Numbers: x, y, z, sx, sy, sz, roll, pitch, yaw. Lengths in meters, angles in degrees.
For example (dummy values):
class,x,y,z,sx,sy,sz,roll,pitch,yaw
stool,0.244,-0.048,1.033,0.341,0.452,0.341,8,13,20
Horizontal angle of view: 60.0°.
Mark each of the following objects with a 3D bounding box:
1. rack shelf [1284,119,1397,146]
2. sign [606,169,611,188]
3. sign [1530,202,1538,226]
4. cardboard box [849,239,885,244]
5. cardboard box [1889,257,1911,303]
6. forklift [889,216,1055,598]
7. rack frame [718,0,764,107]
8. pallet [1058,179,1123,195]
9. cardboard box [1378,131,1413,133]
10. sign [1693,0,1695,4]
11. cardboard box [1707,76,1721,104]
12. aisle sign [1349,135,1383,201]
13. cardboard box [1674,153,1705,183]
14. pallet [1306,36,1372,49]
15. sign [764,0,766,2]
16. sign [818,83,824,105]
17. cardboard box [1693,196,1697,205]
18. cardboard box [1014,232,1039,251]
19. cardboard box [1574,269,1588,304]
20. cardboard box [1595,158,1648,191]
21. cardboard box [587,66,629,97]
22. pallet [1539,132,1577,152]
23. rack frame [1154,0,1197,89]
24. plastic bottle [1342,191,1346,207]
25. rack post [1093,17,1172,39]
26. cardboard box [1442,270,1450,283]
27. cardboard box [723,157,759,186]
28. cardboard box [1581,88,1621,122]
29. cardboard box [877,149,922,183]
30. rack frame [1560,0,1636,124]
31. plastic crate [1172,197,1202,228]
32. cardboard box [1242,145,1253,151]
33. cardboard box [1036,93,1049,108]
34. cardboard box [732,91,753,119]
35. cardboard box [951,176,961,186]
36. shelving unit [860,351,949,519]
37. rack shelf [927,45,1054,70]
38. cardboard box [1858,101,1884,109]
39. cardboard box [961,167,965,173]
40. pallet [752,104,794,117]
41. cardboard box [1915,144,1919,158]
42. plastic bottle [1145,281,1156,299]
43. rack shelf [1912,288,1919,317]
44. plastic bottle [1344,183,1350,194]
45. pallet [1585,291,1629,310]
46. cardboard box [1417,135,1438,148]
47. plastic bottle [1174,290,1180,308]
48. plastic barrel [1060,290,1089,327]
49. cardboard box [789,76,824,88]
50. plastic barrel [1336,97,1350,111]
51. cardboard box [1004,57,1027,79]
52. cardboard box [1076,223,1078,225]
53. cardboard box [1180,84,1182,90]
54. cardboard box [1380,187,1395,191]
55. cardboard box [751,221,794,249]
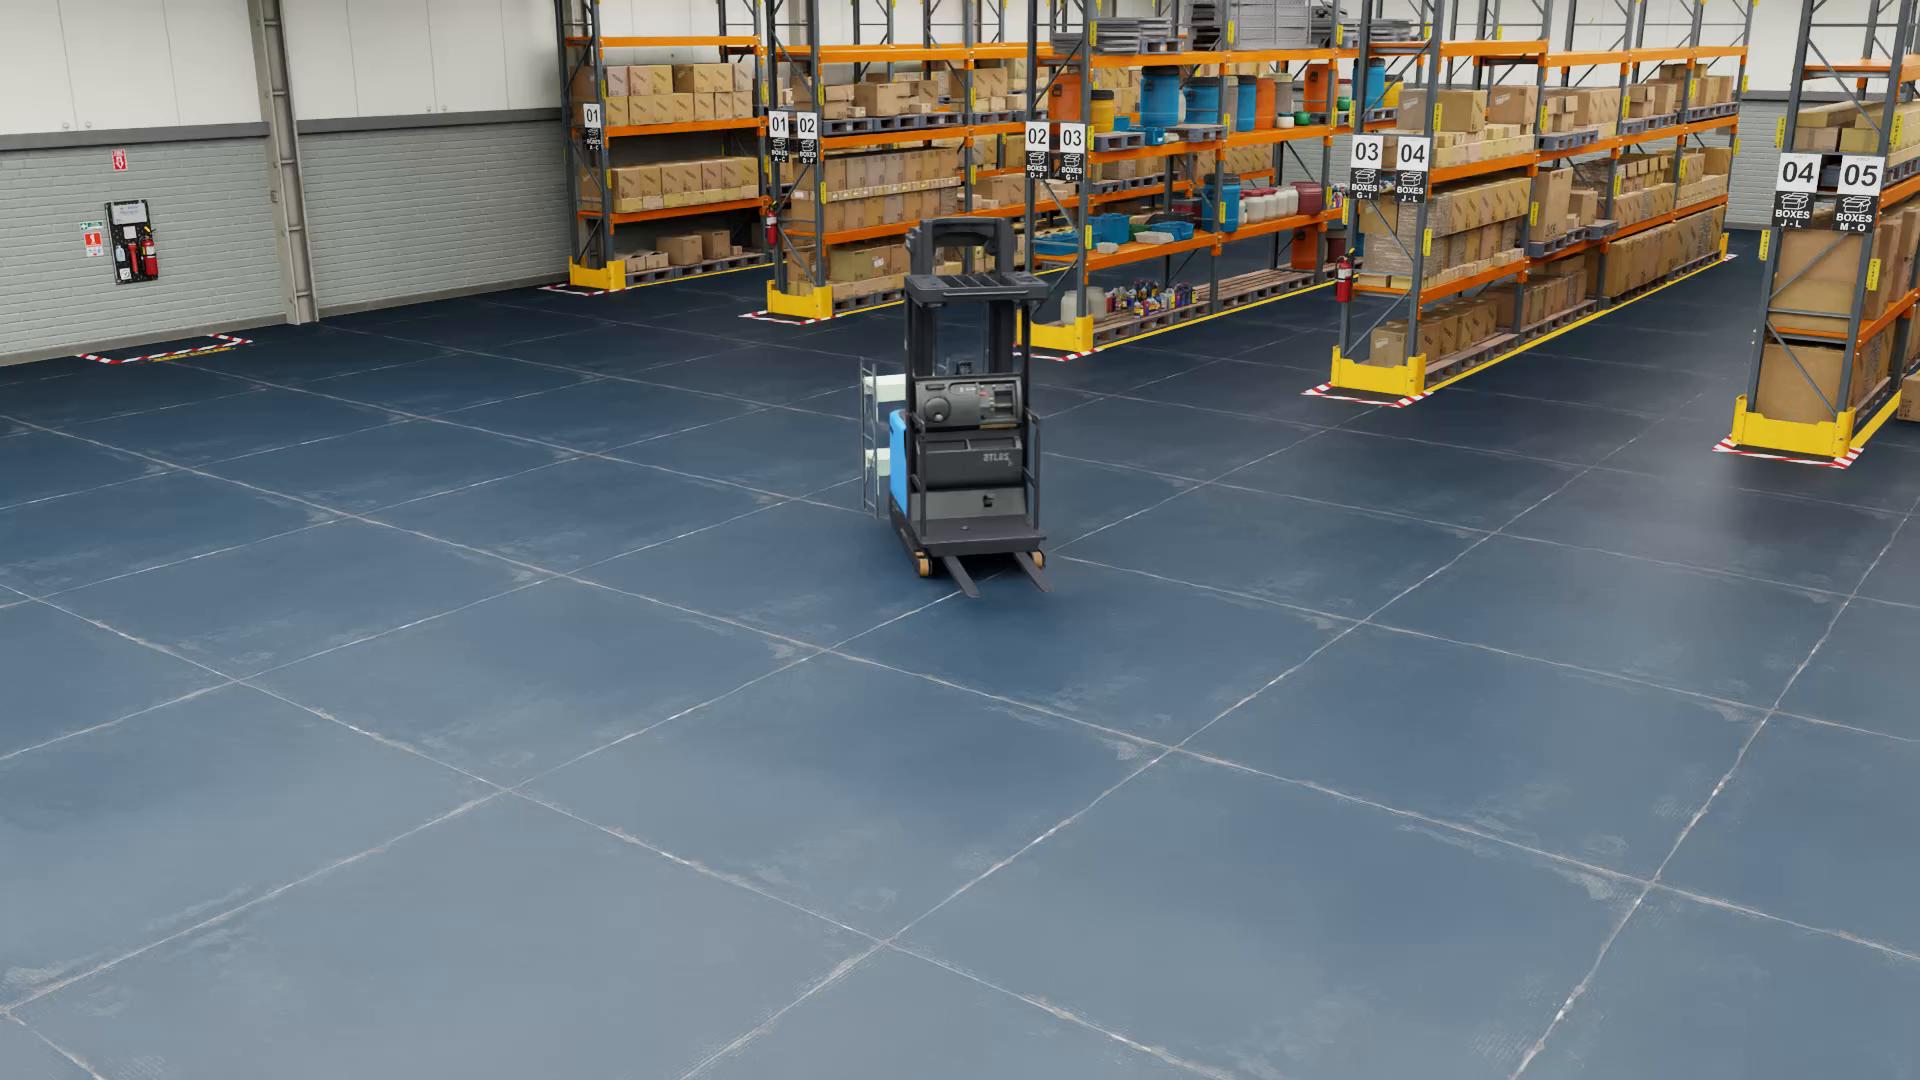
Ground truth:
class,x,y,z,sx,sy,sz,roll,pitch,yaw
rack shelf,7.335,-7.721,31.211,1.077,0.370,4.000,12,21,35
sign,-6.144,-6.319,29.080,0.100,0.325,0.005,12,21,35
sign,8.178,-4.647,23.698,0.100,0.325,0.005,12,21,35
cardboard box,-1.635,-4.912,28.674,0.500,0.500,0.500,12,21,35
cardboard box,11.141,-3.274,20.482,0.875,0.550,0.550,12,21,35
forklift,0.120,-1.197,14.161,1.130,2.935,3.031,-3,18,-11
rack frame,-4.196,-9.819,31.695,1.000,3.000,0.127,12,21,35
pallet,2.515,-7.114,33.425,1.213,0.211,1.003,12,21,35
cardboard box,5.594,-5.174,21.375,0.380,0.149,0.250,11,21,32
sign,14.446,-10.672,32.601,0.100,0.325,0.005,12,21,35
cardboard box,14.189,-8.669,32.003,0.700,0.500,0.500,12,21,33
aisle sign,5.077,-4.655,20.799,0.394,0.787,0.004,12,21,35
cardboard box,13.601,-6.971,31.128,0.500,0.500,0.500,12,21,33
pallet,6.598,-8.906,29.748,1.213,0.211,1.003,12,21,35
sign,-3.026,-8.575,25.980,0.100,0.325,0.005,12,21,35
sign,-2.157,-6.915,25.794,0.100,0.325,0.005,12,21,35
cardboard box,13.569,-6.374,31.142,0.380,0.149,0.250,12,21,34
cardboard box,1.146,-5.655,31.386,0.500,0.311,0.500,13,22,36
cardboard box,9.738,-4.134,26.977,0.700,0.500,0.500,11,20,32
cardboard box,11.355,-6.294,28.601,0.797,0.503,0.637,13,22,36
cardboard box,-6.155,-8.017,29.063,0.500,0.500,0.500,11,20,31
pallet,8.191,-5.799,24.125,1.213,0.211,1.003,12,21,35
rack frame,4.551,-10.850,35.015,1.000,3.000,0.127,12,21,35
plastic bottle,7.053,-6.280,30.612,0.061,0.283,0.133,12,21,35
rack post,2.506,-7.546,24.505,0.937,0.300,0.954,12,21,34
cardboard box,6.174,-3.457,21.749,0.380,0.149,0.250,12,21,35
cardboard box,-4.229,-7.083,31.954,0.500,0.500,0.500,12,21,35
cardboard box,10.038,-6.842,26.155,0.500,0.500,0.500,13,22,36
cardboard box,-1.074,-6.400,28.446,0.700,0.500,0.500,12,21,35
rack frame,10.121,-8.146,26.307,1.000,3.000,0.127,12,21,35
plastic crate,3.803,-5.403,27.483,0.402,0.464,0.583,12,21,35
cardboard box,6.285,-9.063,37.523,0.500,0.500,0.500,13,22,36
cardboard box,1.645,-8.347,31.559,0.500,0.250,0.500,13,22,36
cardboard box,-4.300,-8.279,31.592,0.500,0.500,0.500,13,22,36
cardboard box,-0.206,-6.334,29.327,0.380,0.149,0.250,12,21,35
shelving unit,-0.524,-1.009,15.970,0.755,1.500,0.431,-7,18,-21
rack shelf,0.976,-8.886,30.579,1.077,0.370,4.000,12,21,35
cardboard box,11.171,-5.342,20.540,0.380,0.149,0.250,13,21,35
cardboard box,-0.035,-8.380,37.569,0.380,0.149,0.250,12,21,35
pallet,-3.743,-8.425,32.580,1.213,0.211,1.003,12,21,35
cardboard box,10.792,-4.481,19.112,0.380,0.149,0.250,12,21,35
plastic bottle,3.062,-4.004,26.810,0.144,0.351,0.185,12,21,35
rack shelf,12.853,-3.560,22.870,1.077,0.370,4.000,12,21,35
plastic bottle,7.516,-6.759,32.166,0.152,0.276,0.135,12,21,35
pallet,10.652,-4.123,28.172,1.003,0.211,1.213,12,21,35
cardboard box,5.704,-4.951,20.659,0.380,0.149,0.250,12,21,34
plastic bottle,3.430,-3.820,26.331,0.061,0.283,0.133,14,22,38
plastic barrel,1.708,-3.433,24.734,0.421,0.512,0.421,0,17,0
cardboard box,-3.071,-9.044,33.382,0.500,0.500,0.500,12,21,33
plastic barrel,6.960,-7.926,30.213,0.294,0.245,0.294,0,17,0
cardboard box,1.221,-10.947,38.497,0.500,0.500,0.500,12,21,34
cardboard box,2.669,-6.106,33.329,0.500,0.500,0.500,14,22,37
cardboard box,5.040,-9.656,35.639,0.500,0.250,0.500,12,21,35
cardboard box,5.777,-4.337,21.803,0.500,0.500,0.500,12,21,35
cardboard box,-3.771,-6.148,33.464,0.700,0.500,0.500,13,22,37
